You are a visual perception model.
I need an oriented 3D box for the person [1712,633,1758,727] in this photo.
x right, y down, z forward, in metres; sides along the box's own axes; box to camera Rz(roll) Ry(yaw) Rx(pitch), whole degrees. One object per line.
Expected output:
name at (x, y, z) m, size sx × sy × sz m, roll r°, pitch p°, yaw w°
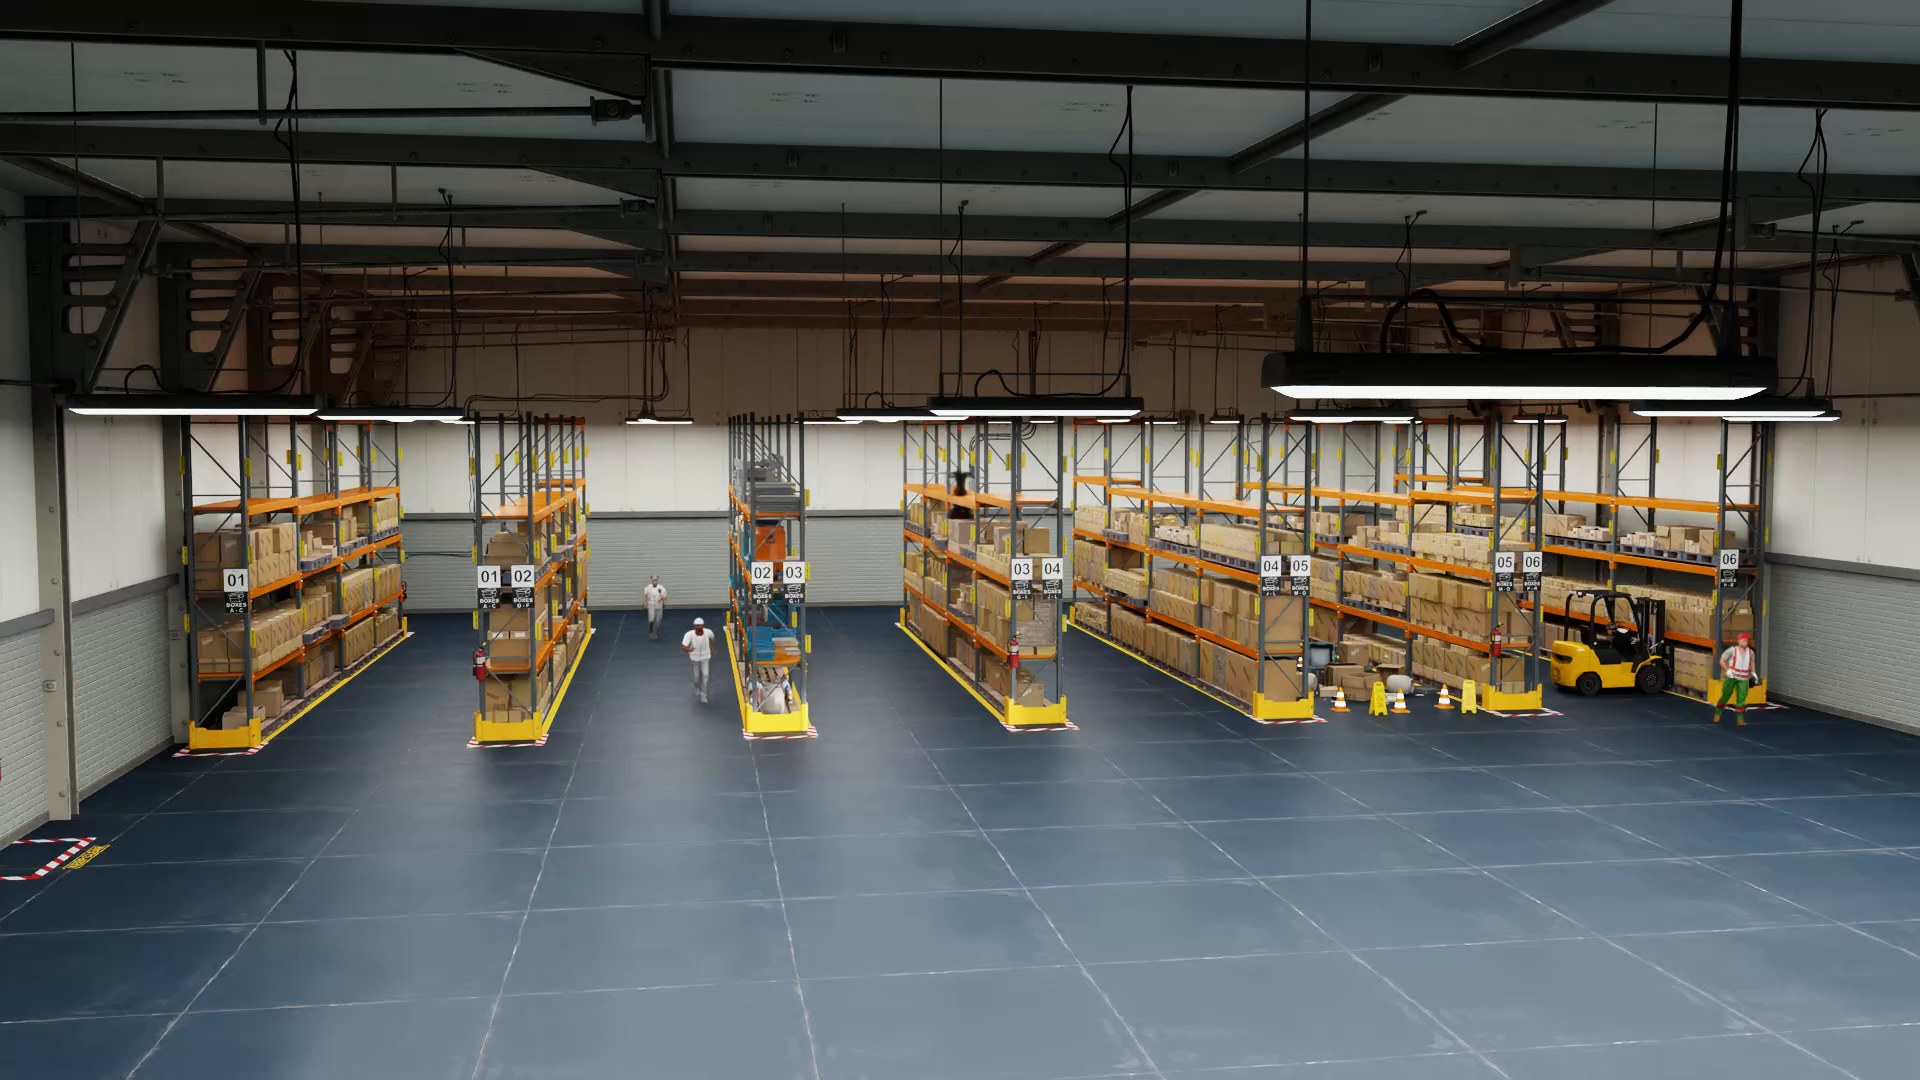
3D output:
person at (14.823, 2.644, 31.613) m, size 0.710 × 1.768 × 1.008 m, roll 0°, pitch 4°, yaw 4°

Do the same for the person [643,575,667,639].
person at (-8.191, 1.804, 44.638) m, size 0.649 × 1.747 × 0.654 m, roll -1°, pitch 4°, yaw -9°

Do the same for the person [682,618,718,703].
person at (-5.427, 2.476, 34.703) m, size 0.729 × 1.742 × 1.008 m, roll -1°, pitch 4°, yaw -11°
